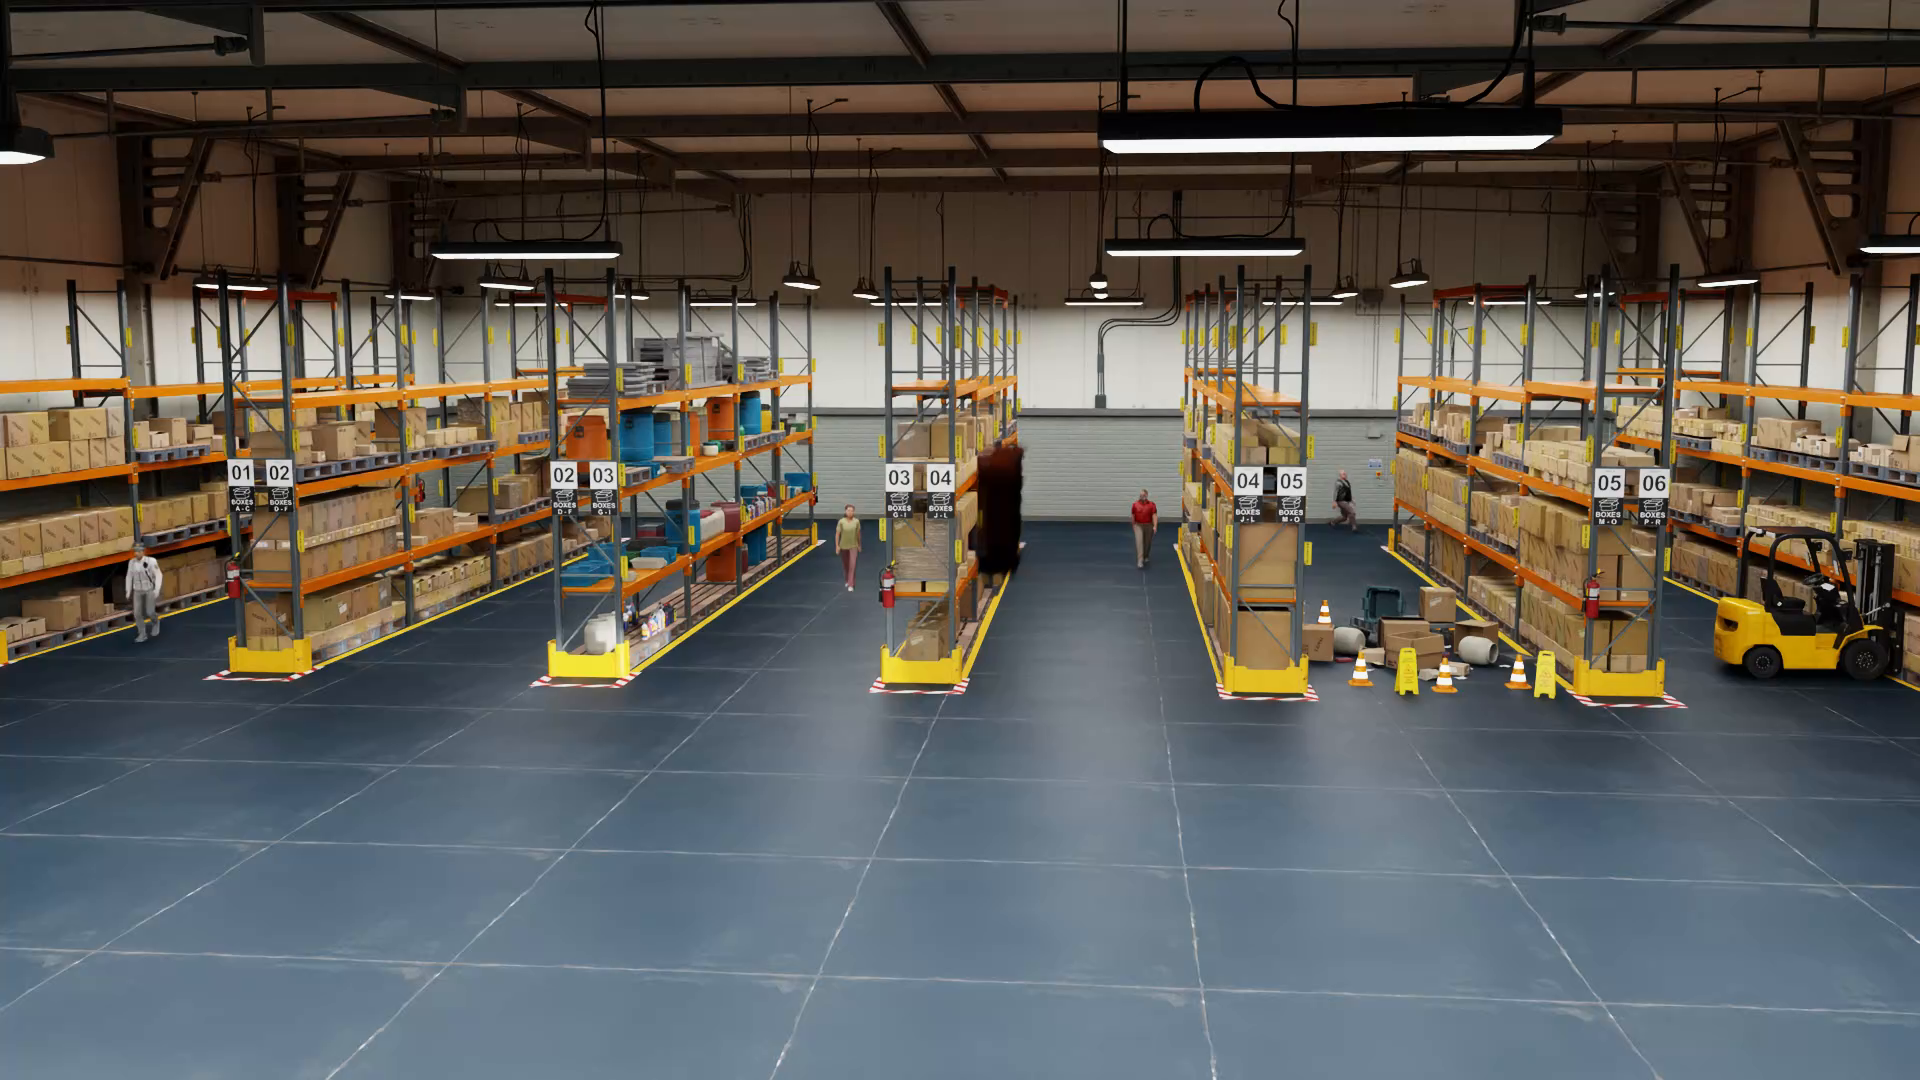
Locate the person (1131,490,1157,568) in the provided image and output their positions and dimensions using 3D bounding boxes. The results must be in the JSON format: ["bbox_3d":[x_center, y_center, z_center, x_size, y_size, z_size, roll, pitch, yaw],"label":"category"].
[{"bbox_3d":[4.043,-0.270,36.457,0.558,1.664,1.078,0,7,4],"label":"person"}]

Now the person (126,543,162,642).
[{"bbox_3d":[-13.538,0.842,27.643,0.583,1.659,0.549,0,7,-1],"label":"person"}]

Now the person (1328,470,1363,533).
[{"bbox_3d":[9.940,-1.005,42.895,1.052,1.614,0.528,6,9,39],"label":"person"}]

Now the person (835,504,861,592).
[{"bbox_3d":[-2.089,0.137,30.956,0.451,1.616,1.046,0,7,2],"label":"person"}]
